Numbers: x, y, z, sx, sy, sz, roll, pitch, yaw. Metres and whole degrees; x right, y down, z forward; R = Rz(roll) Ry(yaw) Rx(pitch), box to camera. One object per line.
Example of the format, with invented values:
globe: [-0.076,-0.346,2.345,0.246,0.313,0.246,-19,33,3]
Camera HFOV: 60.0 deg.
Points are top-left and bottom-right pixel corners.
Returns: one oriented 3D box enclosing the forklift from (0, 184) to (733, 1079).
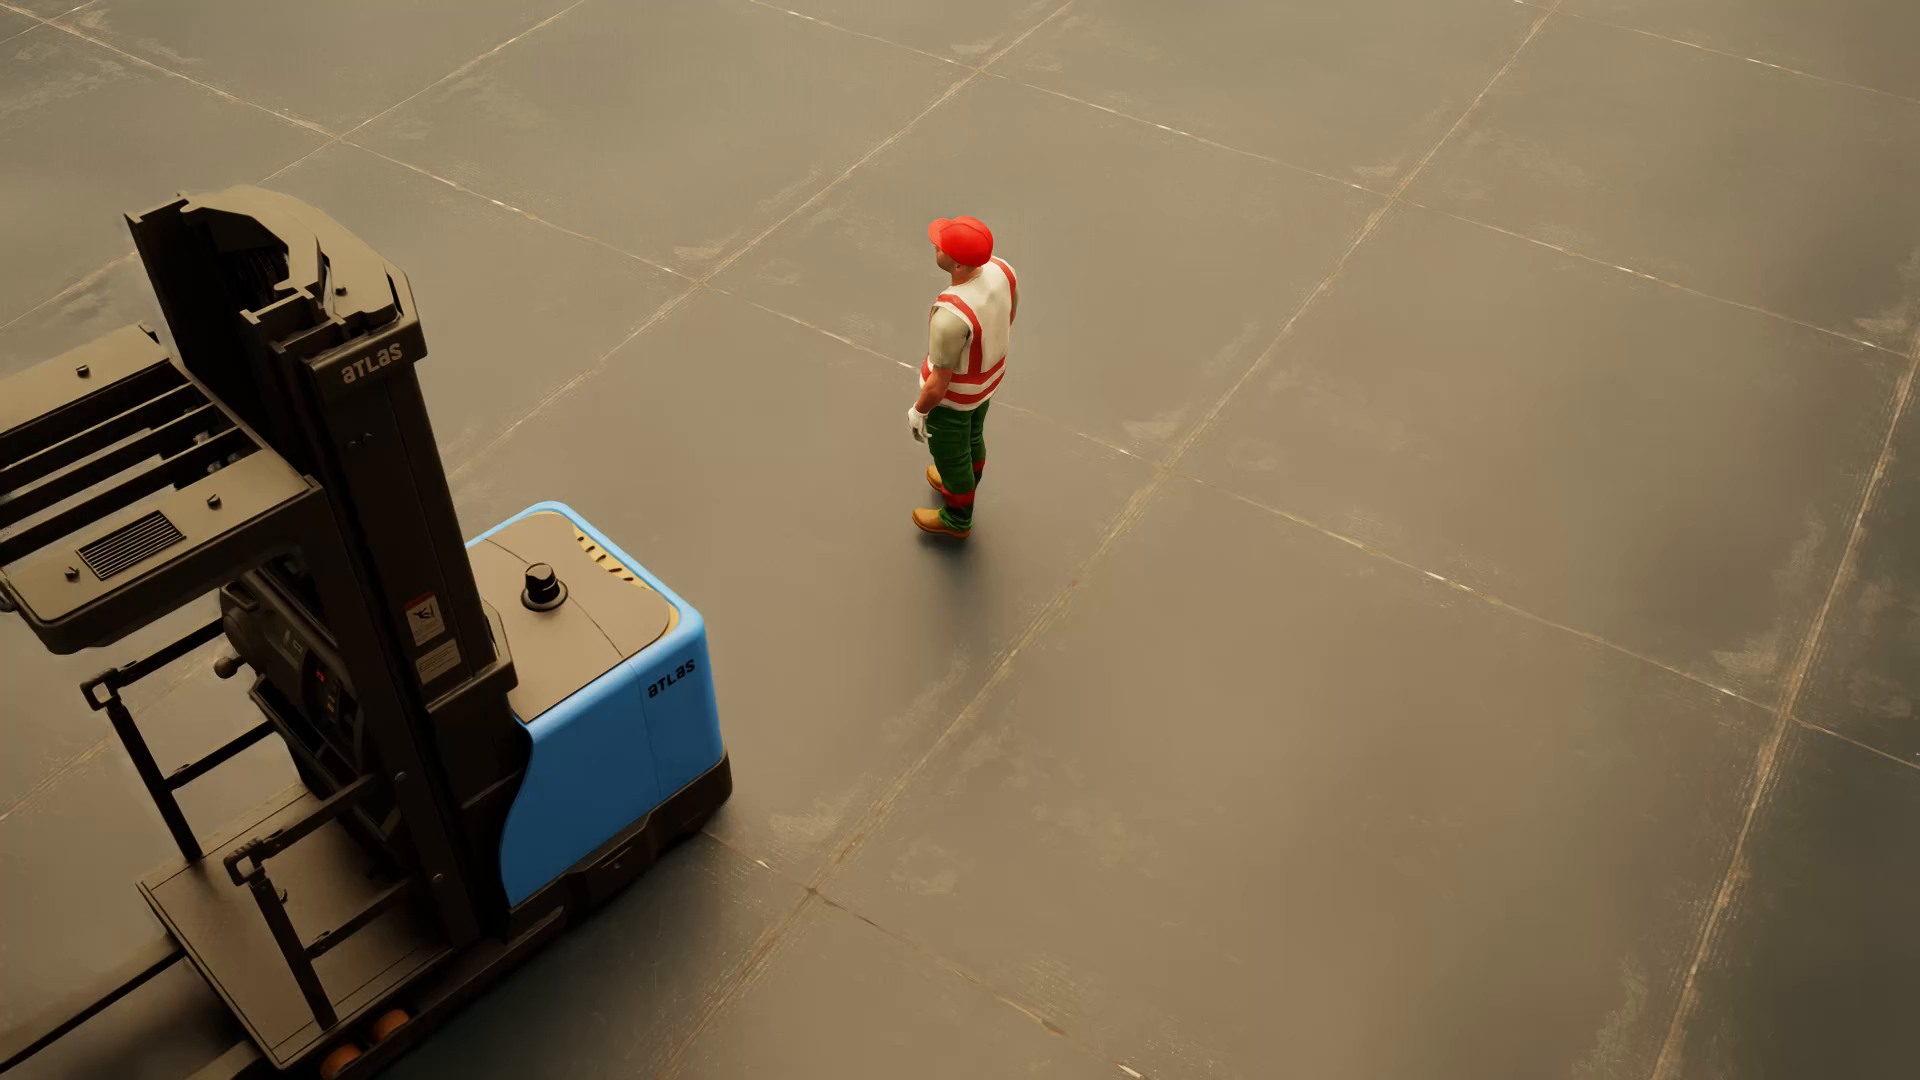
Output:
forklift: [-2.328,0.486,5.336,3.031,2.935,1.130,-34,53,-31]

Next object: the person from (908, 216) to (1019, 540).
person: [-0.061,-0.720,7.369,0.564,1.786,0.638,24,48,23]
